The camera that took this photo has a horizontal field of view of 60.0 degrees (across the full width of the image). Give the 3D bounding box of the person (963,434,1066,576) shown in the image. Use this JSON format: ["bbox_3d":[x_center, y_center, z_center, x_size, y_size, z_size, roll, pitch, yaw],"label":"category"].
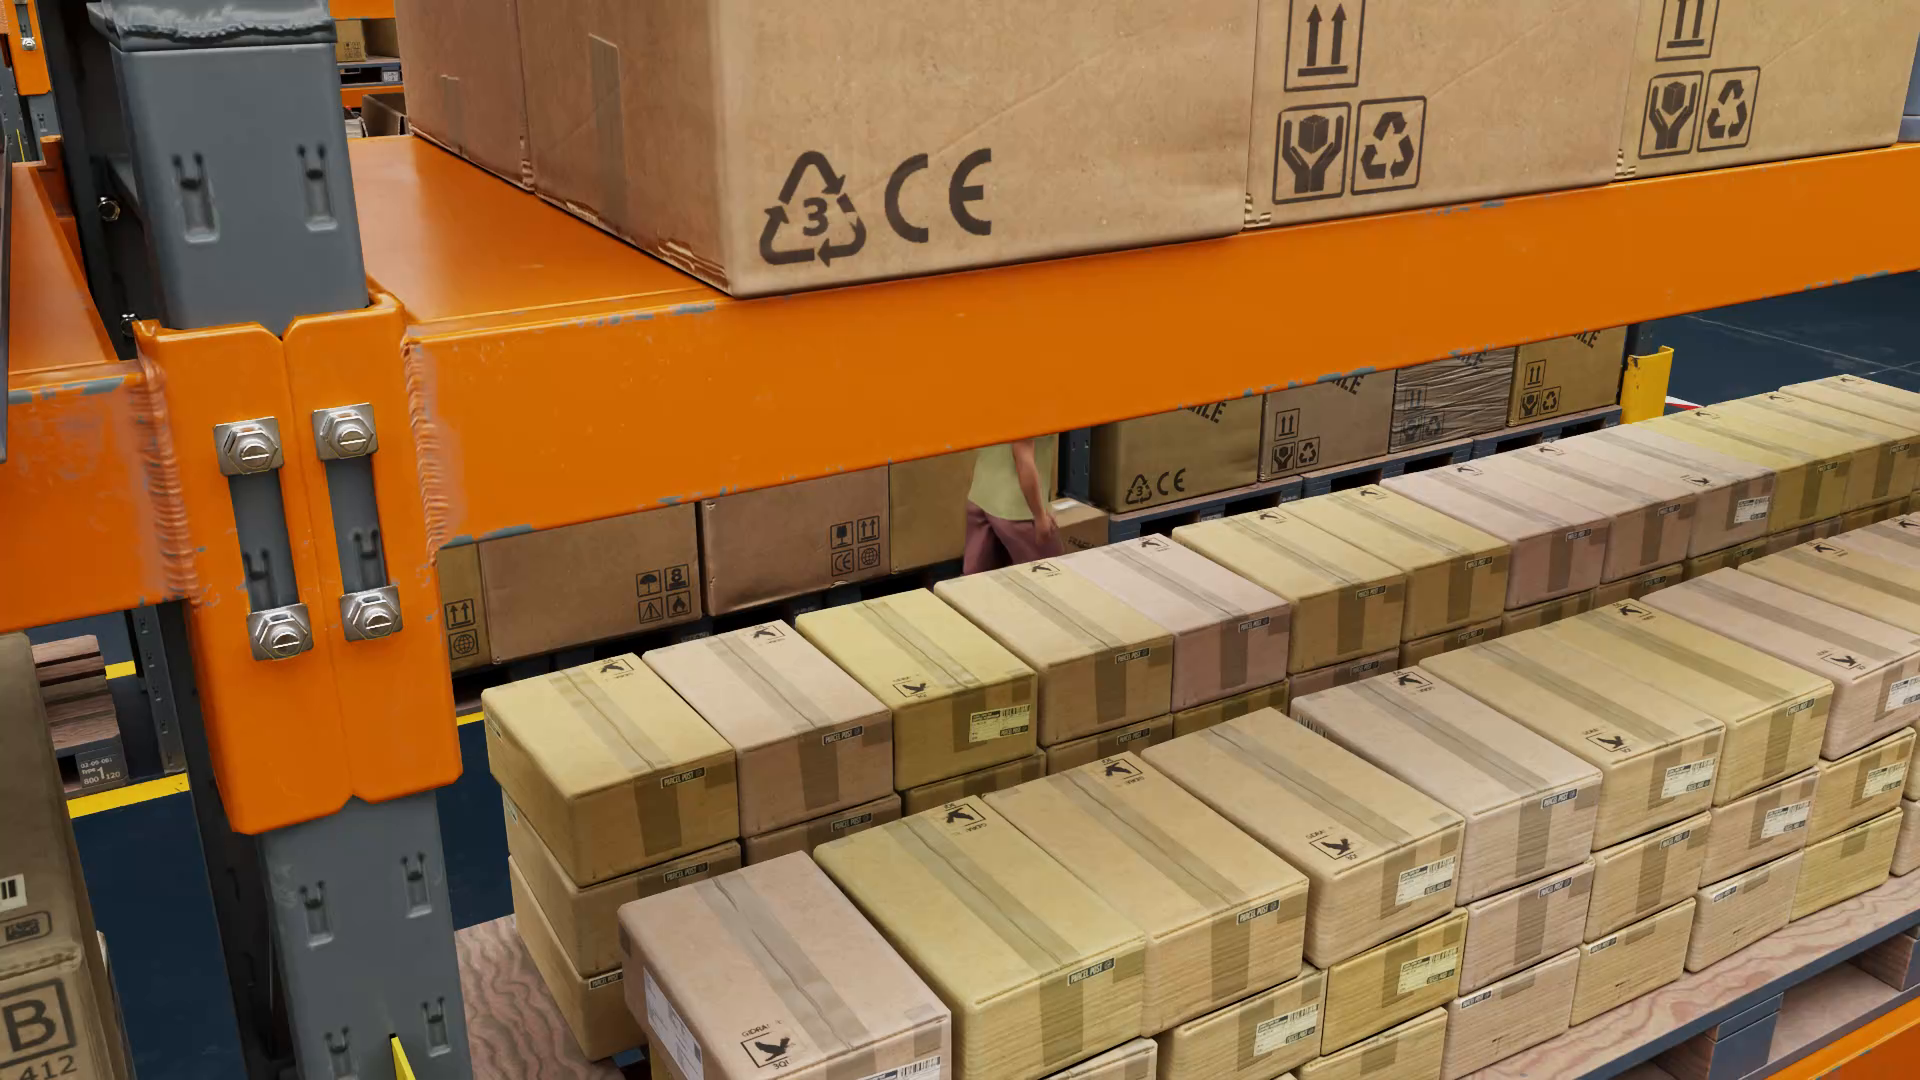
[{"bbox_3d":[0.258,-0.130,6.394,0.748,1.654,0.464,-12,25,-28],"label":"person"}]
